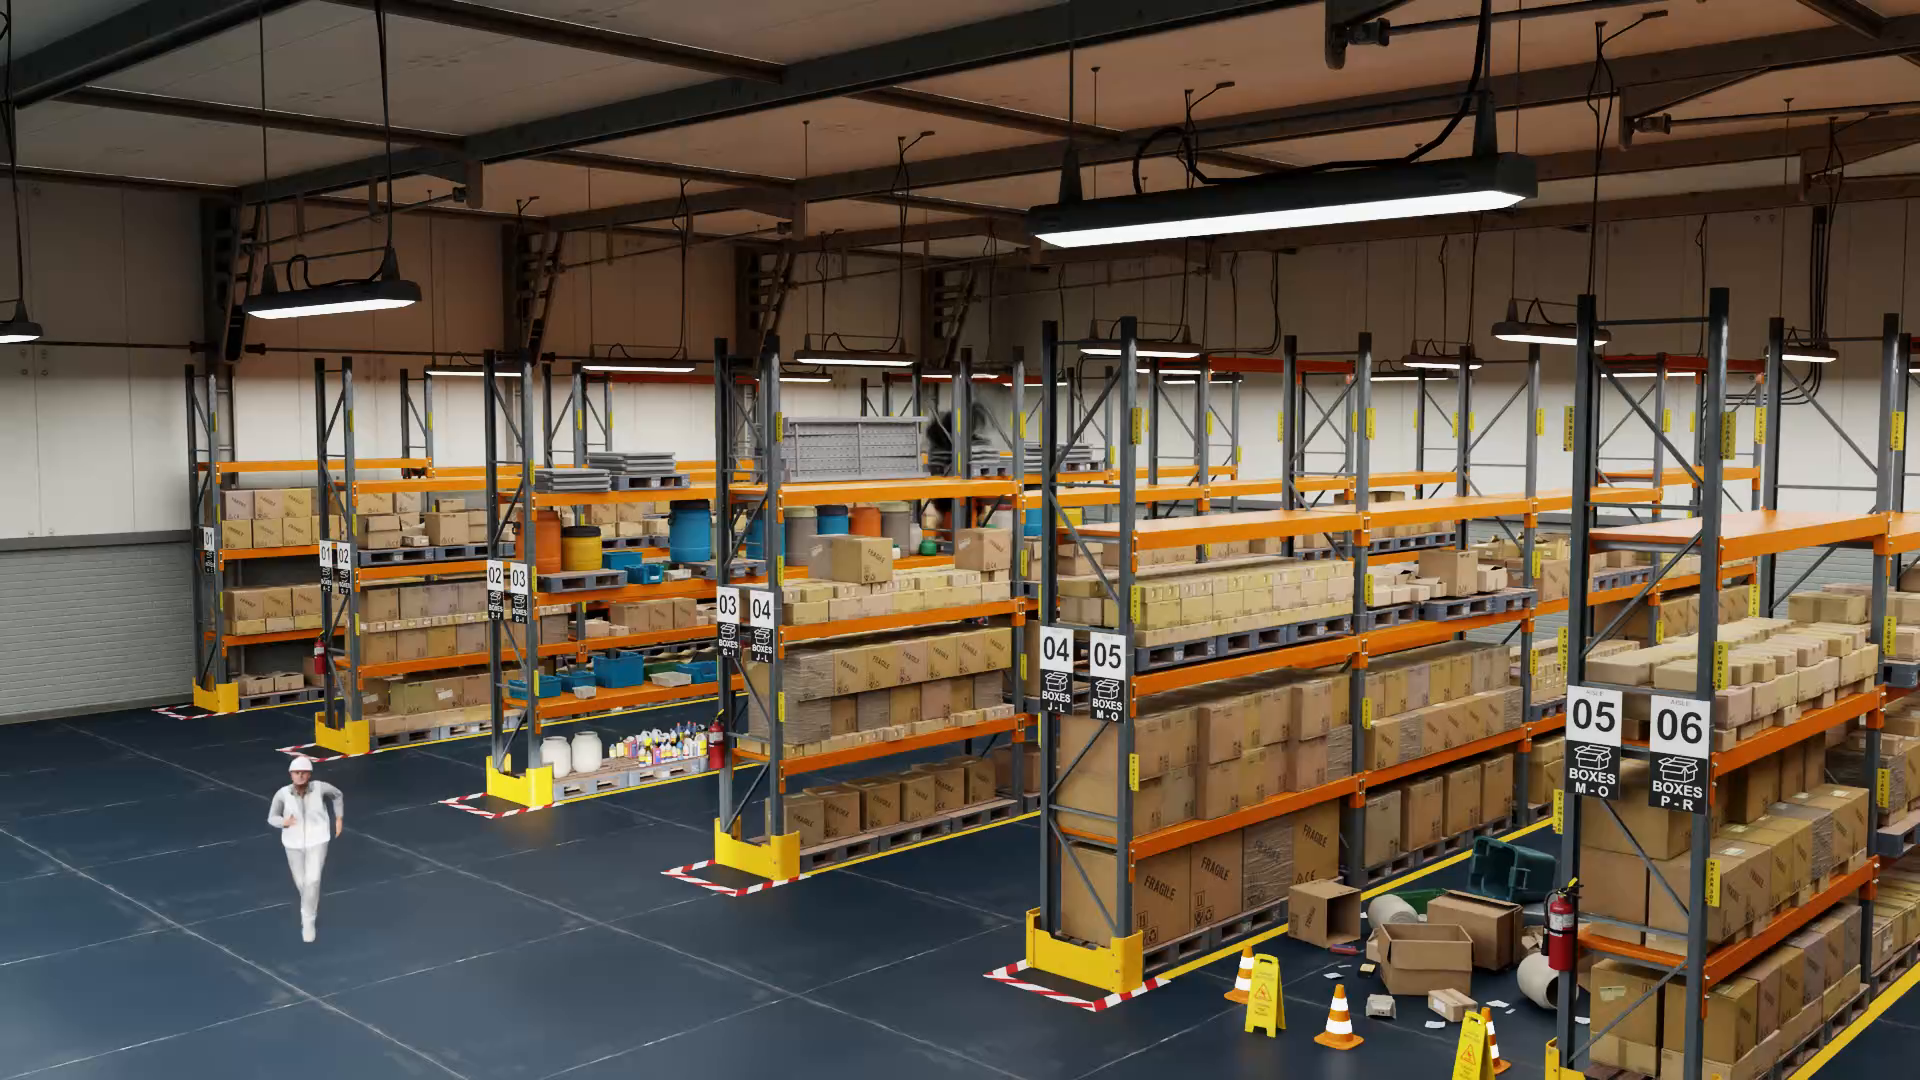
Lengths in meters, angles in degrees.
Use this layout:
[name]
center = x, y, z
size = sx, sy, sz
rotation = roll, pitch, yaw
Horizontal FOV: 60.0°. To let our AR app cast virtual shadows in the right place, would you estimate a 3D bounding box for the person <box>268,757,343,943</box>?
[person]
center = -6.489, 3.026, 16.510
size = 0.678, 1.814, 0.850
rotation = -1, 5, -16
